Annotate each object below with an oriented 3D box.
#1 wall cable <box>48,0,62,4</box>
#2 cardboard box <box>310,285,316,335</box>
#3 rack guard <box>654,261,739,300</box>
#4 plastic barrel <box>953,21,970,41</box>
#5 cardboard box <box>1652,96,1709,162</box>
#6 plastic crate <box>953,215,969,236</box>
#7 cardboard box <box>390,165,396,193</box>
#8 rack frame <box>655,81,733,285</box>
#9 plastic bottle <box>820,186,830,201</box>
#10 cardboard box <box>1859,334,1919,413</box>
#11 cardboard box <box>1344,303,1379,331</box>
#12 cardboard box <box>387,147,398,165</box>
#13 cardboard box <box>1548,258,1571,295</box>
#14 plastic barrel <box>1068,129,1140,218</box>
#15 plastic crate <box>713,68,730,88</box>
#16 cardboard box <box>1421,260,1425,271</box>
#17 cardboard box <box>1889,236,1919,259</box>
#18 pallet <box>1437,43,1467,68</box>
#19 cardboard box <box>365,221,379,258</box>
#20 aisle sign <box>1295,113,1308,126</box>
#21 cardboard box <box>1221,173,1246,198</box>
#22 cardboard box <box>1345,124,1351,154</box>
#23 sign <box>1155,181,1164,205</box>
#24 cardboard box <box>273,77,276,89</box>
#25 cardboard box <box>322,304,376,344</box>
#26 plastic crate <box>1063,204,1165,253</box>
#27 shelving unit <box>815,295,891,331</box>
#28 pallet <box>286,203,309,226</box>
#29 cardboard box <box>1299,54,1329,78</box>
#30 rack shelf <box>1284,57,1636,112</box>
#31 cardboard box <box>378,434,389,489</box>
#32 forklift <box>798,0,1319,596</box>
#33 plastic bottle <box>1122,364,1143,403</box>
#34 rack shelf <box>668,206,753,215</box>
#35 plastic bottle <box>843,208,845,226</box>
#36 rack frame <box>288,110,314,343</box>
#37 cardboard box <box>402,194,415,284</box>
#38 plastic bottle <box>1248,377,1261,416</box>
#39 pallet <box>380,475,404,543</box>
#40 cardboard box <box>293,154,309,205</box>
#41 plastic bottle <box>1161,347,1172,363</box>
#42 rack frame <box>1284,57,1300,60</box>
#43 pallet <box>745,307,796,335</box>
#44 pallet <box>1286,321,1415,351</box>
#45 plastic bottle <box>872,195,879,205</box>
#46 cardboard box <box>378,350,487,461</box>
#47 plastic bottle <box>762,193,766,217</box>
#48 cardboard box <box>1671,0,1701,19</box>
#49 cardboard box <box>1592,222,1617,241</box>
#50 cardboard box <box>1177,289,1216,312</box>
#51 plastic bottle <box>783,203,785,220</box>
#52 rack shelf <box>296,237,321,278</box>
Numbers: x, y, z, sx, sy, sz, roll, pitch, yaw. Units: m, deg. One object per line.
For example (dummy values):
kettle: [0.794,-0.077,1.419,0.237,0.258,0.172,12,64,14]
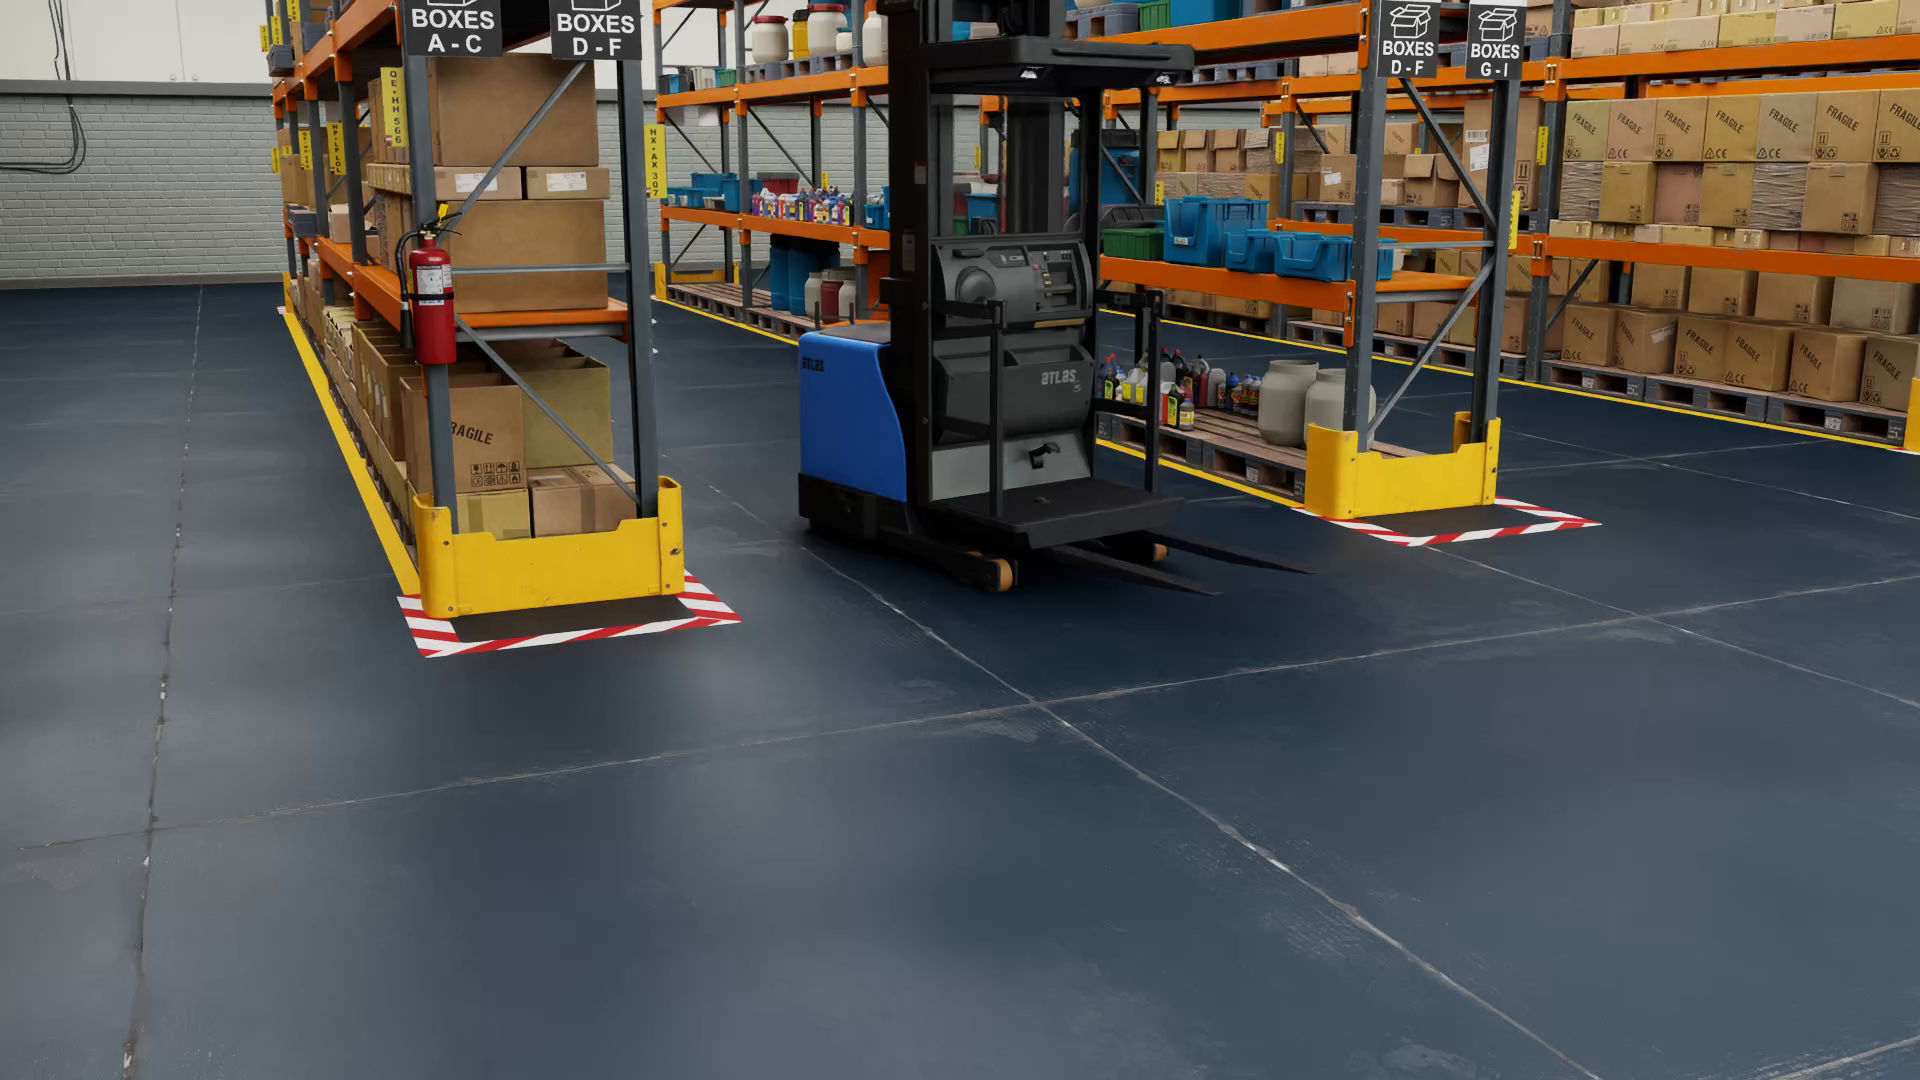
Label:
wall cable: [-12.297,-9.375,25.107,3.097,2.526,0.112,-6,14,-23]
cardboard box: [-6.310,-2.343,16.909,0.500,0.500,0.500,-5,14,-22]
rack guard: [-3.782,-3.741,23.923,1.175,0.500,0.348,-6,14,-23]
plastic barrel: [0.120,-4.537,14.055,0.600,0.901,0.708,-6,14,-23]
cardboard box: [5.934,-3.281,13.295,0.500,0.500,0.500,-6,14,-23]
plastic crate: [0.091,-2.706,14.381,0.450,0.188,0.662,-6,14,-23]
cardboard box: [-2.939,-2.001,9.202,0.380,0.149,0.250,-6,14,-23]
rack frame: [-3.760,-4.955,23.625,1.000,3.000,0.127,-6,14,-23]
plastic bottle: [-1.548,-3.893,19.146,0.144,0.351,0.185,-6,14,-23]
cardboard box: [6.953,-1.214,12.074,0.500,0.500,0.500,-3,13,-13]
cardboard box: [4.503,-2.496,17.568,0.700,0.500,0.500,-7,15,-28]
cardboard box: [-2.906,-2.411,9.534,0.700,0.500,0.500,-6,14,-23]
cardboard box: [7.860,-3.383,21.447,0.500,0.500,0.500,-5,14,-21]
plastic barrel: [1.170,-2.827,13.320,0.600,0.901,0.708,-6,14,-23]
plastic crate: [-2.815,-5.667,20.423,0.416,0.233,0.300,-6,14,-23]
cardboard box: [6.548,-4.000,24.230,0.380,0.149,0.250,-5,14,-22]
cardboard box: [6.785,-2.066,11.701,0.380,0.149,0.250,-6,14,-23]
pallet: [5.017,-4.644,16.046,1.213,0.211,1.003,-6,14,-23]
cardboard box: [-4.014,-2.128,11.712,0.396,0.266,0.258,-6,14,-24]
aisle sign: [5.609,-7.138,27.293,0.394,0.787,0.004,-6,14,-23]
cardboard box: [3.364,-3.981,19.196,0.500,0.500,0.500,-6,14,-23]
cardboard box: [6.126,-5.970,24.911,0.500,0.500,0.500,-5,14,-21]
sign: [1.555,-2.658,13.087,0.100,0.325,0.005,-6,14,-23]
cardboard box: [-8.139,-5.663,20.365,0.500,0.250,0.500,-6,14,-23]
cardboard box: [-5.155,-1.859,14.171,0.500,0.311,0.500,-5,14,-21]
plastic crate: [1.140,-2.326,12.403,0.767,0.338,0.504,-6,14,-23]
shelving unit: [-0.603,-0.795,9.644,0.258,1.200,0.503,6,14,23]
pallet: [-6.478,-3.413,17.390,1.003,0.211,1.213,-6,14,-23]
cardboard box: [3.938,-5.017,17.576,0.500,0.250,0.500,-5,14,-22]
rack shelf: [4.784,-4.447,16.374,1.077,0.370,4.000,-6,14,-23]
cardboard box: [-2.988,-0.460,9.373,0.500,0.250,0.500,-6,14,-23]
forklift: [0.778,-2.177,10.072,4.401,3.703,6.124,-10,16,-36]
plastic bottle: [1.236,-1.068,11.732,0.144,0.351,0.185,-6,14,-23]
rack shelf: [-2.959,-4.286,21.899,0.919,0.124,3.809,-6,14,-23]
plastic bottle: [-1.138,-3.276,16.811,0.097,0.201,0.097,0,13,0]
rack frame: [-6.698,-3.682,18.125,1.000,3.000,0.127,-6,14,-23]
cardboard box: [-2.689,-1.668,9.204,0.700,0.500,0.500,-5,14,-21]
plastic bottle: [2.071,-1.008,11.646,0.097,0.271,0.097,0,13,0]
pallet: [-2.720,-0.250,9.481,1.003,0.211,1.213,-6,14,-23]
cardboard box: [-6.379,-3.680,16.967,0.700,0.500,0.500,-3,13,-14]
plastic bottle: [1.569,-1.292,12.700,0.144,0.351,0.185,-6,14,-24]
rack frame: [-4.098,-5.217,18.106,15.786,6.000,6.654,-6,14,-23]
pallet: [-1.887,-2.607,19.664,1.003,0.211,1.213,-6,14,-23]
pallet: [4.295,-2.229,18.033,1.003,0.211,1.213,-6,14,-23]
plastic bottle: [-0.917,-3.623,18.156,0.097,0.271,0.097,0,13,0]
cardboard box: [-2.792,-0.722,8.840,0.500,0.500,0.500,-6,14,-23]
plastic bottle: [-2.246,-3.881,19.273,0.097,0.271,0.097,0,13,0]
cardboard box: [5.856,-4.194,13.134,0.380,0.149,0.250,-6,14,-24]
cardboard box: [5.609,-2.627,14.124,0.380,0.149,0.250,-6,14,-23]
cardboard box: [3.375,-3.248,20.032,1.225,0.875,0.875,-6,14,-23]
plastic bottle: [-1.929,-3.684,18.574,0.097,0.201,0.097,0,13,0]
rack shelf: [-5.897,-2.918,16.420,1.077,0.370,4.000,-6,14,-23]
